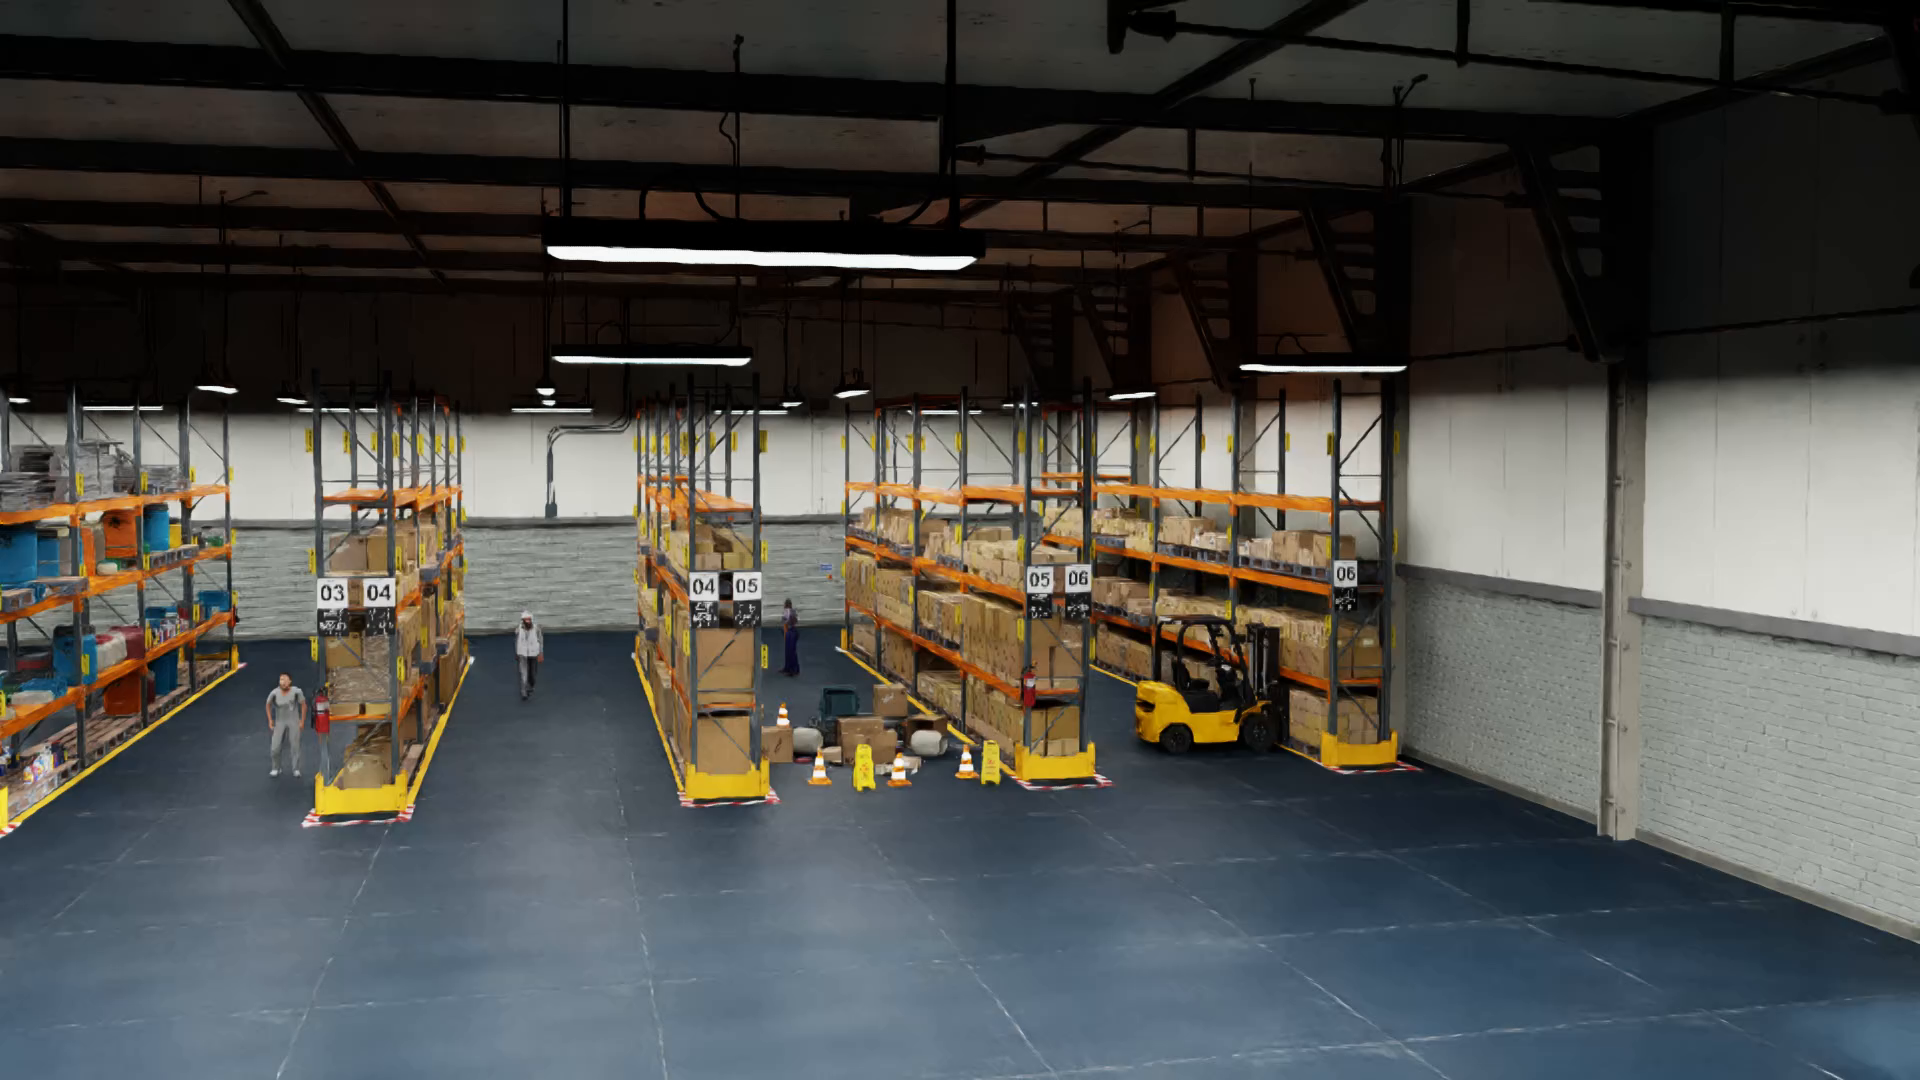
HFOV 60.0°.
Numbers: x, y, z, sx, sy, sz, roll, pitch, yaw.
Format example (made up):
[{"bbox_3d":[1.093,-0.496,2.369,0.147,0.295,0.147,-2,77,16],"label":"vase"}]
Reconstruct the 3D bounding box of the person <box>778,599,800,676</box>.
[{"bbox_3d":[-3.724,2.088,36.052,0.567,1.641,0.611,1,3,10],"label":"person"}]

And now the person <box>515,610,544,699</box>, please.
[{"bbox_3d":[-8.517,2.243,32.898,0.555,1.725,1.029,-1,3,-15],"label":"person"}]

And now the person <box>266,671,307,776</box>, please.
[{"bbox_3d":[-10.121,2.756,25.002,0.580,1.619,0.507,-1,3,-15],"label":"person"}]
